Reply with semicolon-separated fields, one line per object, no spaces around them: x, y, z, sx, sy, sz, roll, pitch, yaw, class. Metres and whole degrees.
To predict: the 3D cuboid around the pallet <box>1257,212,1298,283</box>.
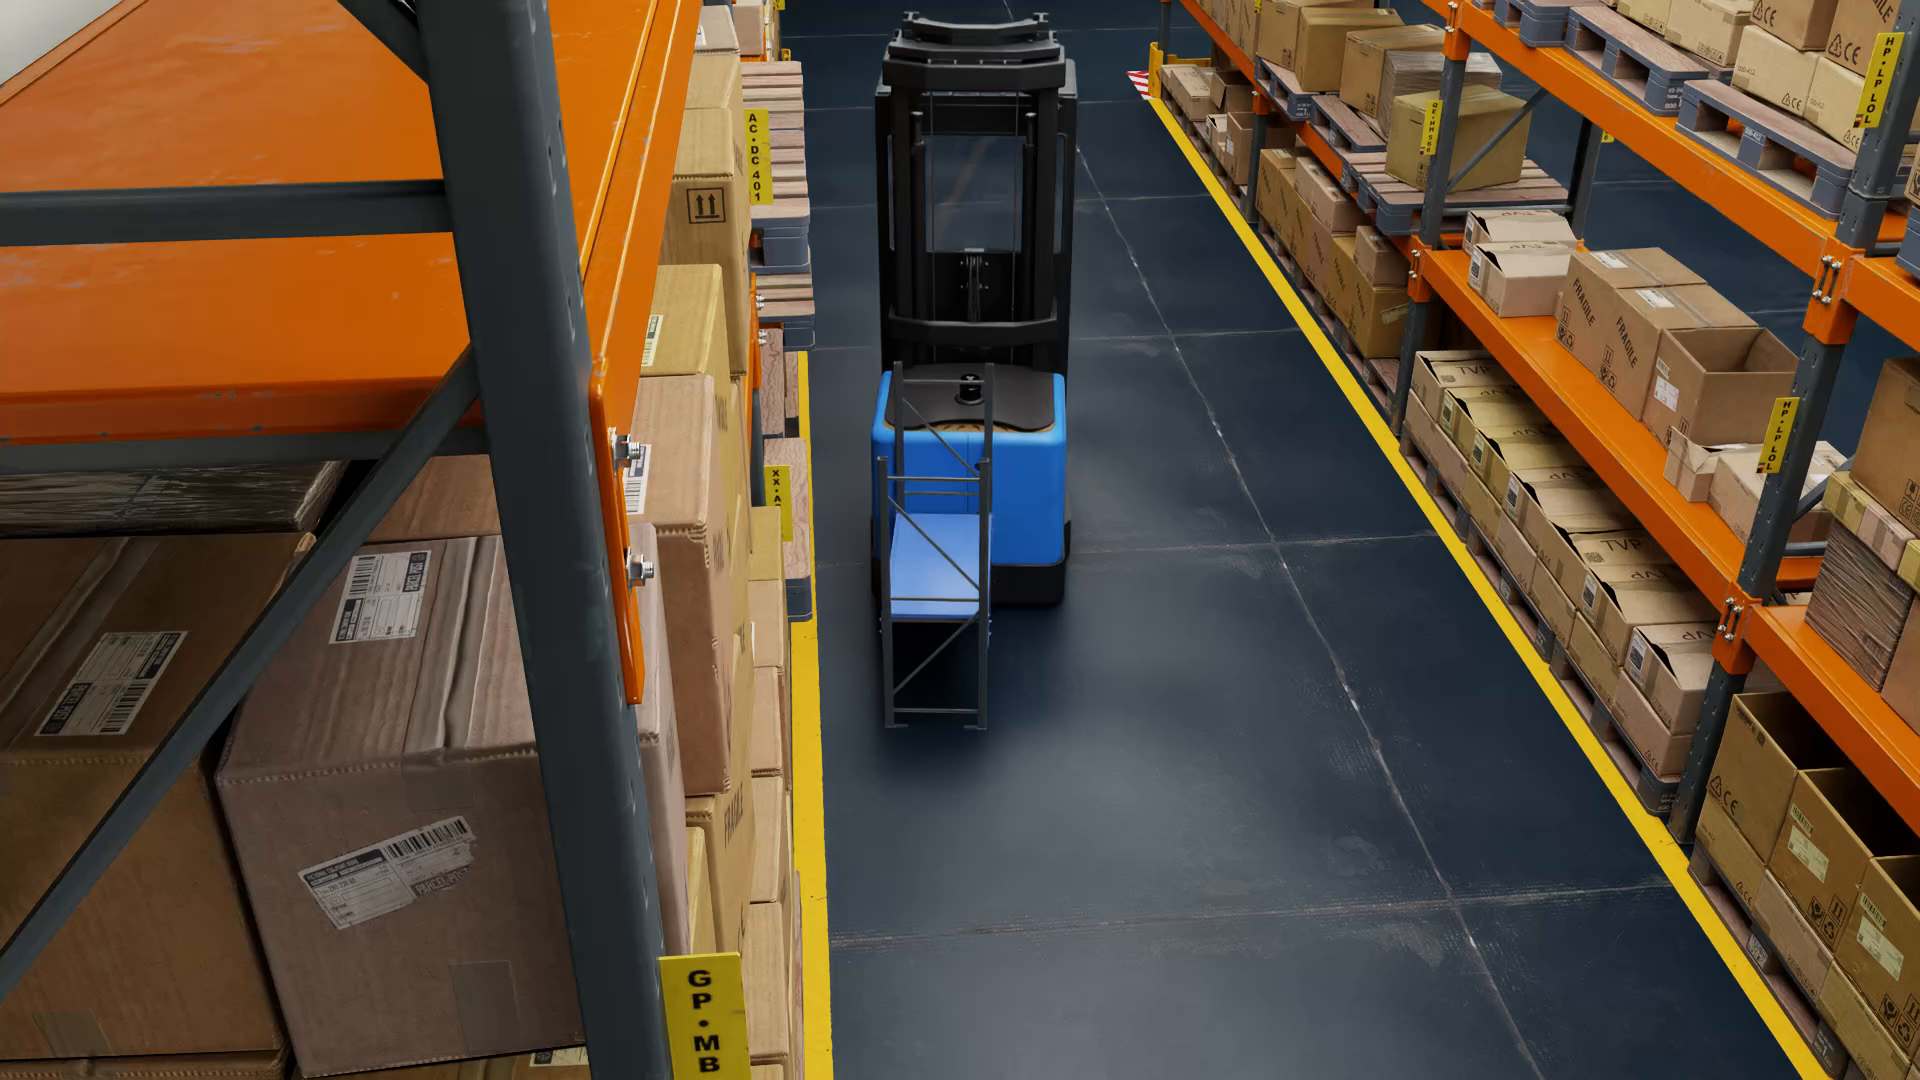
3.079;-2.445;13.638;1.003;0.211;1.213;-3;31;-5;pallet

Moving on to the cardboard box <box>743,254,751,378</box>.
-0.925;-0.824;5.162;0.500;0.500;0.500;-2;31;-3;cardboard box

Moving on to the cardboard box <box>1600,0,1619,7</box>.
3.504;-2.921;8.528;0.500;0.250;0.500;-2;31;-3;cardboard box

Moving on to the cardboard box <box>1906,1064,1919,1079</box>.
3.590;2.046;5.671;0.500;0.250;0.500;-3;31;-5;cardboard box

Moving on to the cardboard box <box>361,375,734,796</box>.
-0.636;0.075;2.682;0.500;0.500;0.500;-3;31;-5;cardboard box

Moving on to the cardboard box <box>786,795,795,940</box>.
-0.772;1.062;5.174;0.500;0.250;0.500;-3;31;-5;cardboard box

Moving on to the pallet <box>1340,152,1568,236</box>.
3.206;-2.274;10.819;1.213;0.211;1.003;-3;31;-5;pallet

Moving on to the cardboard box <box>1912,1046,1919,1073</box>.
3.587;1.724;5.478;0.500;0.500;0.500;-3;31;-5;cardboard box

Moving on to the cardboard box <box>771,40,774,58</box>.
-1.576;-3.255;11.868;0.500;0.500;0.500;-3;31;-4;cardboard box

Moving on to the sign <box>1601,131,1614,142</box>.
3.891;-2.539;9.946;0.100;0.325;0.005;-3;31;-5;sign

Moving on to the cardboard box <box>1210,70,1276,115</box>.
2.785;-4.132;15.748;0.797;0.503;0.637;-3;31;-5;cardboard box

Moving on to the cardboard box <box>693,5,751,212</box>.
-0.902;-1.258;4.913;0.500;0.500;0.500;-5;31;-9;cardboard box

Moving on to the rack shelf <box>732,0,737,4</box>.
-1.406;-2.848;6.834;1.077;0.370;4.000;-3;31;-5;rack shelf

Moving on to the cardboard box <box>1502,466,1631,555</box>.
3.247;-0.182;8.854;0.500;0.311;0.500;-3;31;-5;cardboard box

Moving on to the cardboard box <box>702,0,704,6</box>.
-1.306;-2.156;7.002;0.500;0.500;0.500;-4;31;-6;cardboard box

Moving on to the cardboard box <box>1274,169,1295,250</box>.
2.829;-2.641;13.255;0.500;0.500;0.500;-2;31;-4;cardboard box

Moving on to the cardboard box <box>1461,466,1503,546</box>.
3.198;-0.210;9.449;0.500;0.250;0.500;-4;31;-6;cardboard box

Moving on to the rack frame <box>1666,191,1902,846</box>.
3.713;0.029;6.777;1.000;3.000;0.127;-3;31;-5;rack frame

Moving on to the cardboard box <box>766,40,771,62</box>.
-1.480;-3.049;10.791;0.500;0.250;0.500;-3;31;-4;cardboard box

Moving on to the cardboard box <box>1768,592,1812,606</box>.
3.881;0.309;8.032;0.500;0.311;0.500;-3;31;-5;cardboard box

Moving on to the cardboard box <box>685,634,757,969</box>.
-0.642;0.512;2.925;0.500;0.500;0.500;-1;31;-1;cardboard box

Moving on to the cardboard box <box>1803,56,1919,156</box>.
3.665;-1.690;6.466;0.500;0.250;0.500;0;31;1;cardboard box

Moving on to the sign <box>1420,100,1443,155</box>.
2.800;-2.446;9.868;0.100;0.325;0.005;-3;31;-5;sign

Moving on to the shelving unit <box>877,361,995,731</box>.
-0.101;0.022;8.251;0.538;1.500;1.048;1;31;2;shelving unit

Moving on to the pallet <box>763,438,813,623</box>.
-1.146;-0.047;7.090;1.003;0.211;1.213;-3;31;-5;pallet

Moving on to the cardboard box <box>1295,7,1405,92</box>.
2.914;-3.678;12.476;0.700;0.500;0.500;2;31;3;cardboard box

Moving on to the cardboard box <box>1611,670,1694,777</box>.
3.385;0.831;7.705;0.500;0.250;0.500;-3;31;-5;cardboard box

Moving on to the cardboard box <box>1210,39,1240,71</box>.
2.888;-4.948;17.117;0.500;0.500;0.500;-3;31;-5;cardboard box

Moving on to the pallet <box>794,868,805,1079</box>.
-1.121;1.806;6.520;1.003;0.211;1.213;-3;31;-5;pallet

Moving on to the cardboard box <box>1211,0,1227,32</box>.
2.563;-4.867;14.875;0.500;0.500;0.500;-2;31;-3;cardboard box

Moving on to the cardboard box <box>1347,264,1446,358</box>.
3.018;-1.595;11.505;0.500;0.500;0.500;-2;31;-3;cardboard box

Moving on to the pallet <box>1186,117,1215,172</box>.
2.785;-3.833;15.962;1.003;0.211;1.213;-3;31;-5;pallet

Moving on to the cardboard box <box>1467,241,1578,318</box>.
3.230;-1.509;9.439;0.500;0.311;0.500;-3;31;-5;cardboard box

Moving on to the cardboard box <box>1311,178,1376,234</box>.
2.909;-2.468;12.234;0.500;0.250;0.500;-3;31;-6;cardboard box

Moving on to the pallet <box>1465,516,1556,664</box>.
3.488;0.227;9.164;1.003;0.211;1.213;-3;31;-5;pallet

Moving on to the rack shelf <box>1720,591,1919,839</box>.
3.900;1.359;5.252;1.077;0.370;4.000;-3;31;-5;rack shelf

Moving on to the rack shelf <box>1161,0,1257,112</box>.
2.778;-4.768;15.509;1.077;0.370;4.000;-3;31;-5;rack shelf

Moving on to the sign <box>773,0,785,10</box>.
-1.427;-4.311;12.990;0.100;0.325;0.005;-3;31;-5;sign

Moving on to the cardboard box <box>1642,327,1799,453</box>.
3.608;-0.676;7.859;0.500;0.500;0.500;-1;31;-1;cardboard box

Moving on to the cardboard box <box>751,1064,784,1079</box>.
-0.627;1.533;3.654;0.500;0.500;0.500;-3;31;-4;cardboard box

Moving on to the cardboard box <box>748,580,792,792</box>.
-0.815;0.483;5.412;0.500;0.500;0.500;-3;31;-5;cardboard box

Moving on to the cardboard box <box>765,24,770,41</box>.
-1.534;-3.309;11.227;0.500;0.250;0.500;-3;31;-6;cardboard box

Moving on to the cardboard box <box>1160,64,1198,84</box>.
2.288;-4.833;17.267;0.380;0.149;0.250;-3;31;-5;cardboard box

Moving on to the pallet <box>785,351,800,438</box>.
-1.591;-0.983;11.190;1.003;0.211;1.213;-3;31;-5;pallet

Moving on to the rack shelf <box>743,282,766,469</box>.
-1.032;0.310;4.082;1.077;0.370;4.000;-3;31;-5;rack shelf

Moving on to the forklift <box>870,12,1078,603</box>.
0.095;-1.636;9.631;1.130;2.935;3.031;1;31;2;forklift

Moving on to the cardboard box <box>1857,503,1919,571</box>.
3.569;-0.018;6.125;0.380;0.149;0.250;-2;31;-4;cardboard box

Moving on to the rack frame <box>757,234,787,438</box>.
-1.593;-1.774;9.795;1.000;3.000;0.127;-3;31;-5;rack frame
